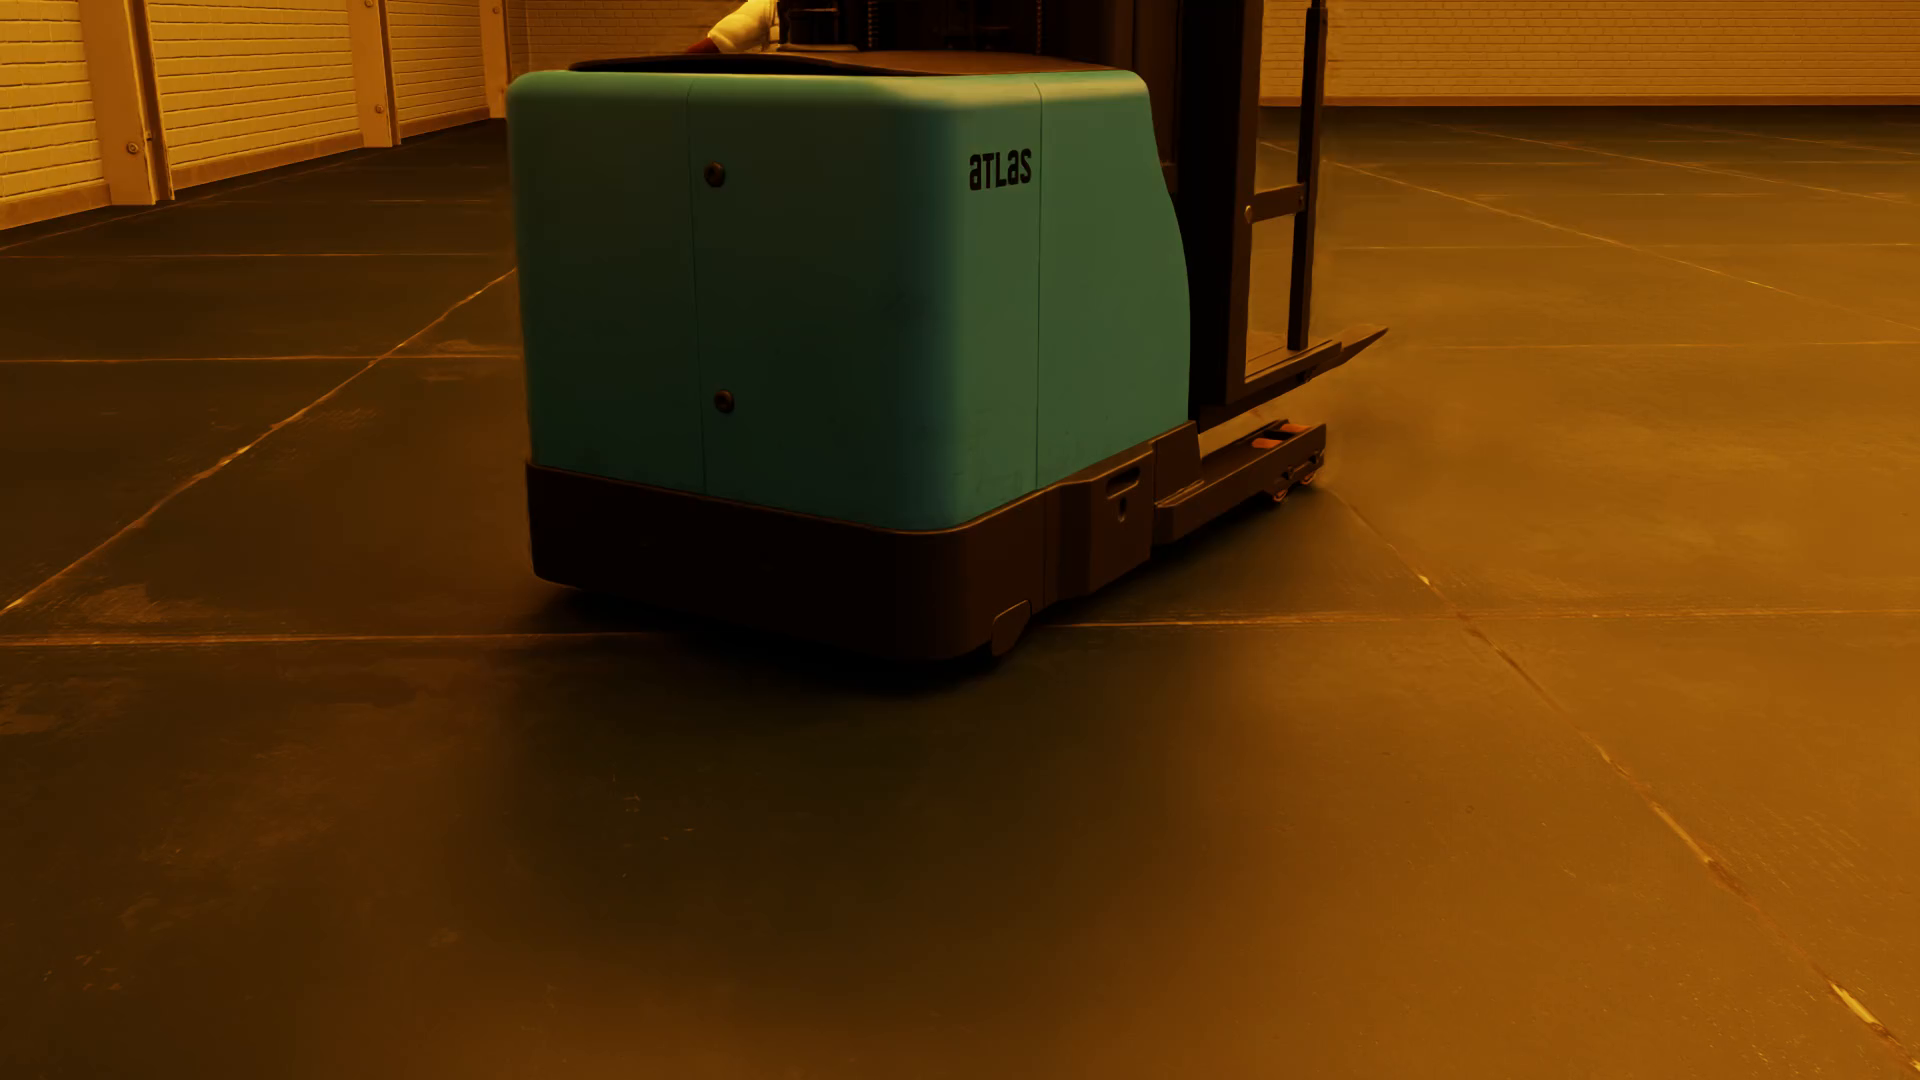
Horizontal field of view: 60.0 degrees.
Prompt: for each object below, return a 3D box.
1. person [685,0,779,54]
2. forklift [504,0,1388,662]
[{"bbox_3d":[-0.477,-1.266,5.608,1.110,1.563,0.484,-2,17,-8],"label":"person"},{"bbox_3d":[0.313,-1.560,4.008,1.130,2.935,3.031,10,20,30],"label":"forklift"}]
